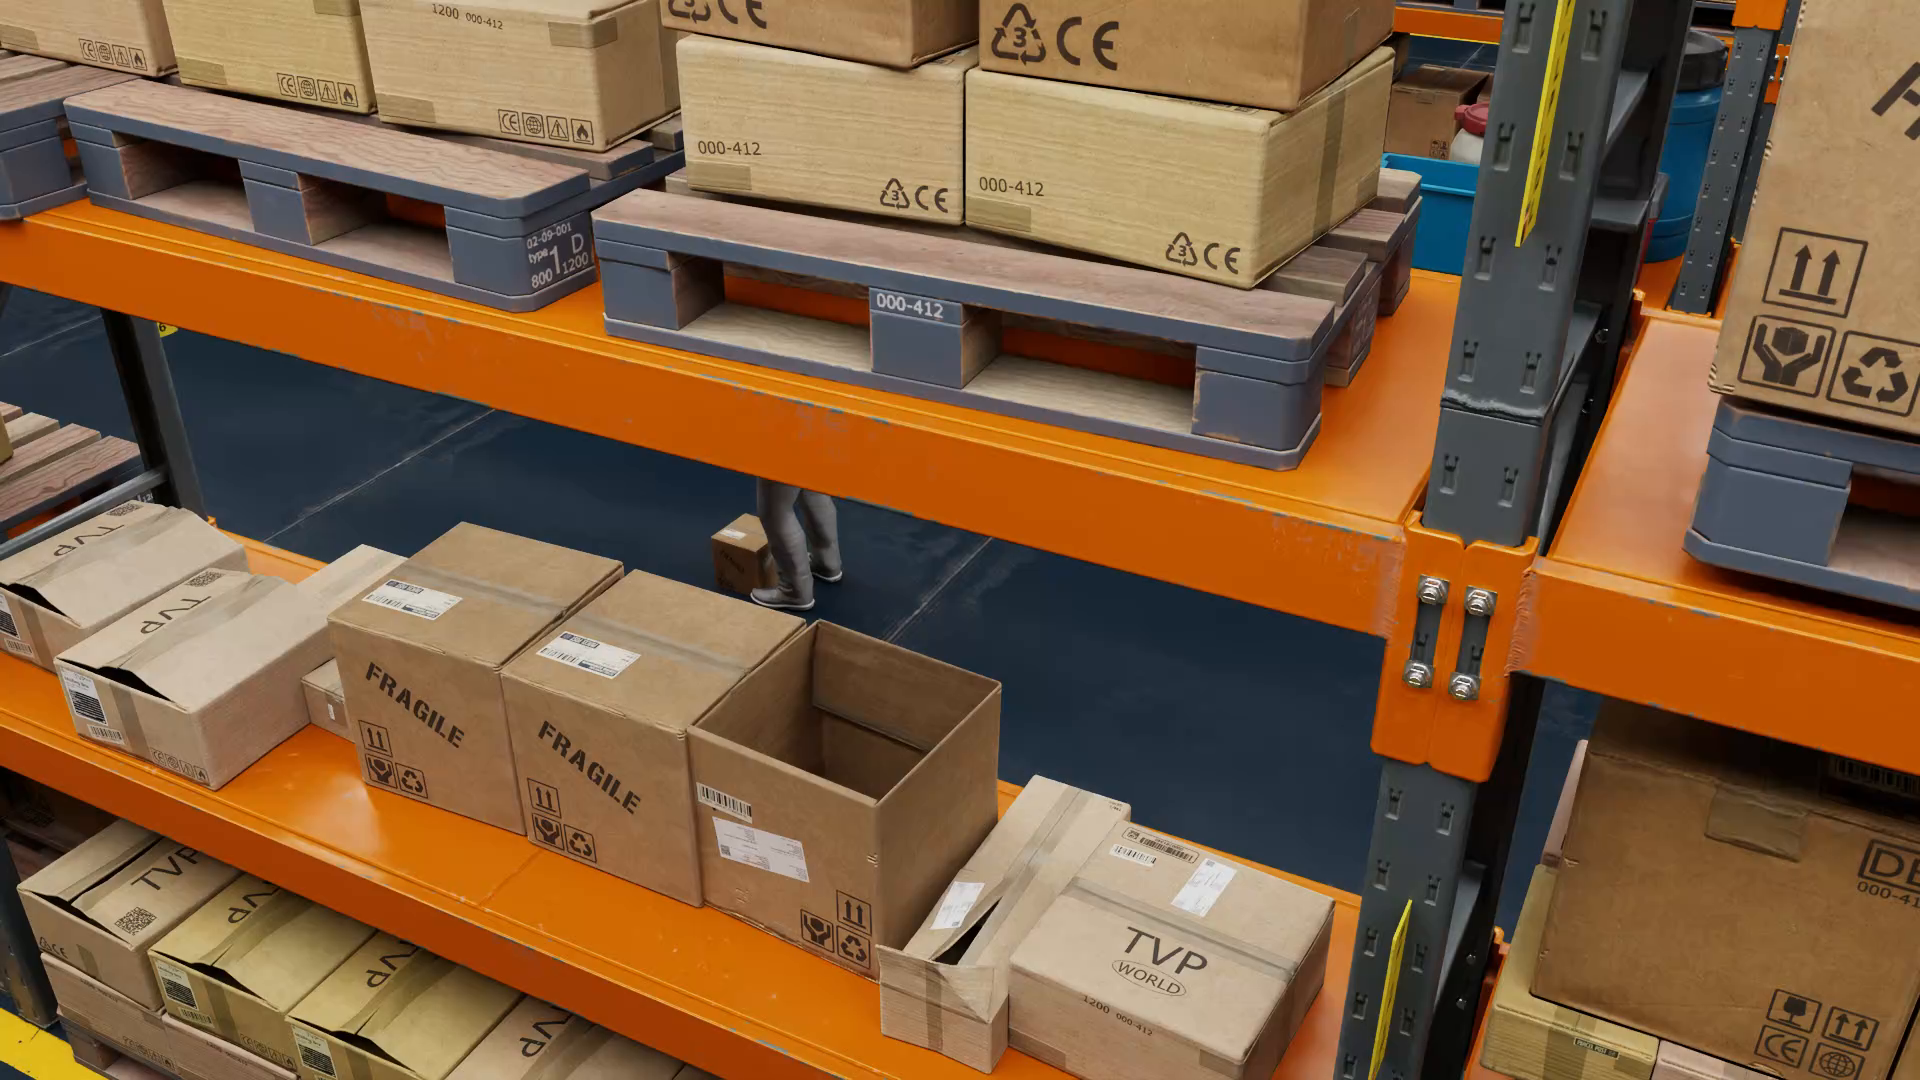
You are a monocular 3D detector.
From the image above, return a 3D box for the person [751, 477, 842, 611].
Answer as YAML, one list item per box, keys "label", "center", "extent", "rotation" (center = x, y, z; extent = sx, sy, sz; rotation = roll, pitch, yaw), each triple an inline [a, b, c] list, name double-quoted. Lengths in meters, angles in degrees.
- label: "person"
  center: [-0.712, -0.486, 6.960]
  extent: [0.392, 1.664, 0.532]
  rotation: [13, 33, 21]
